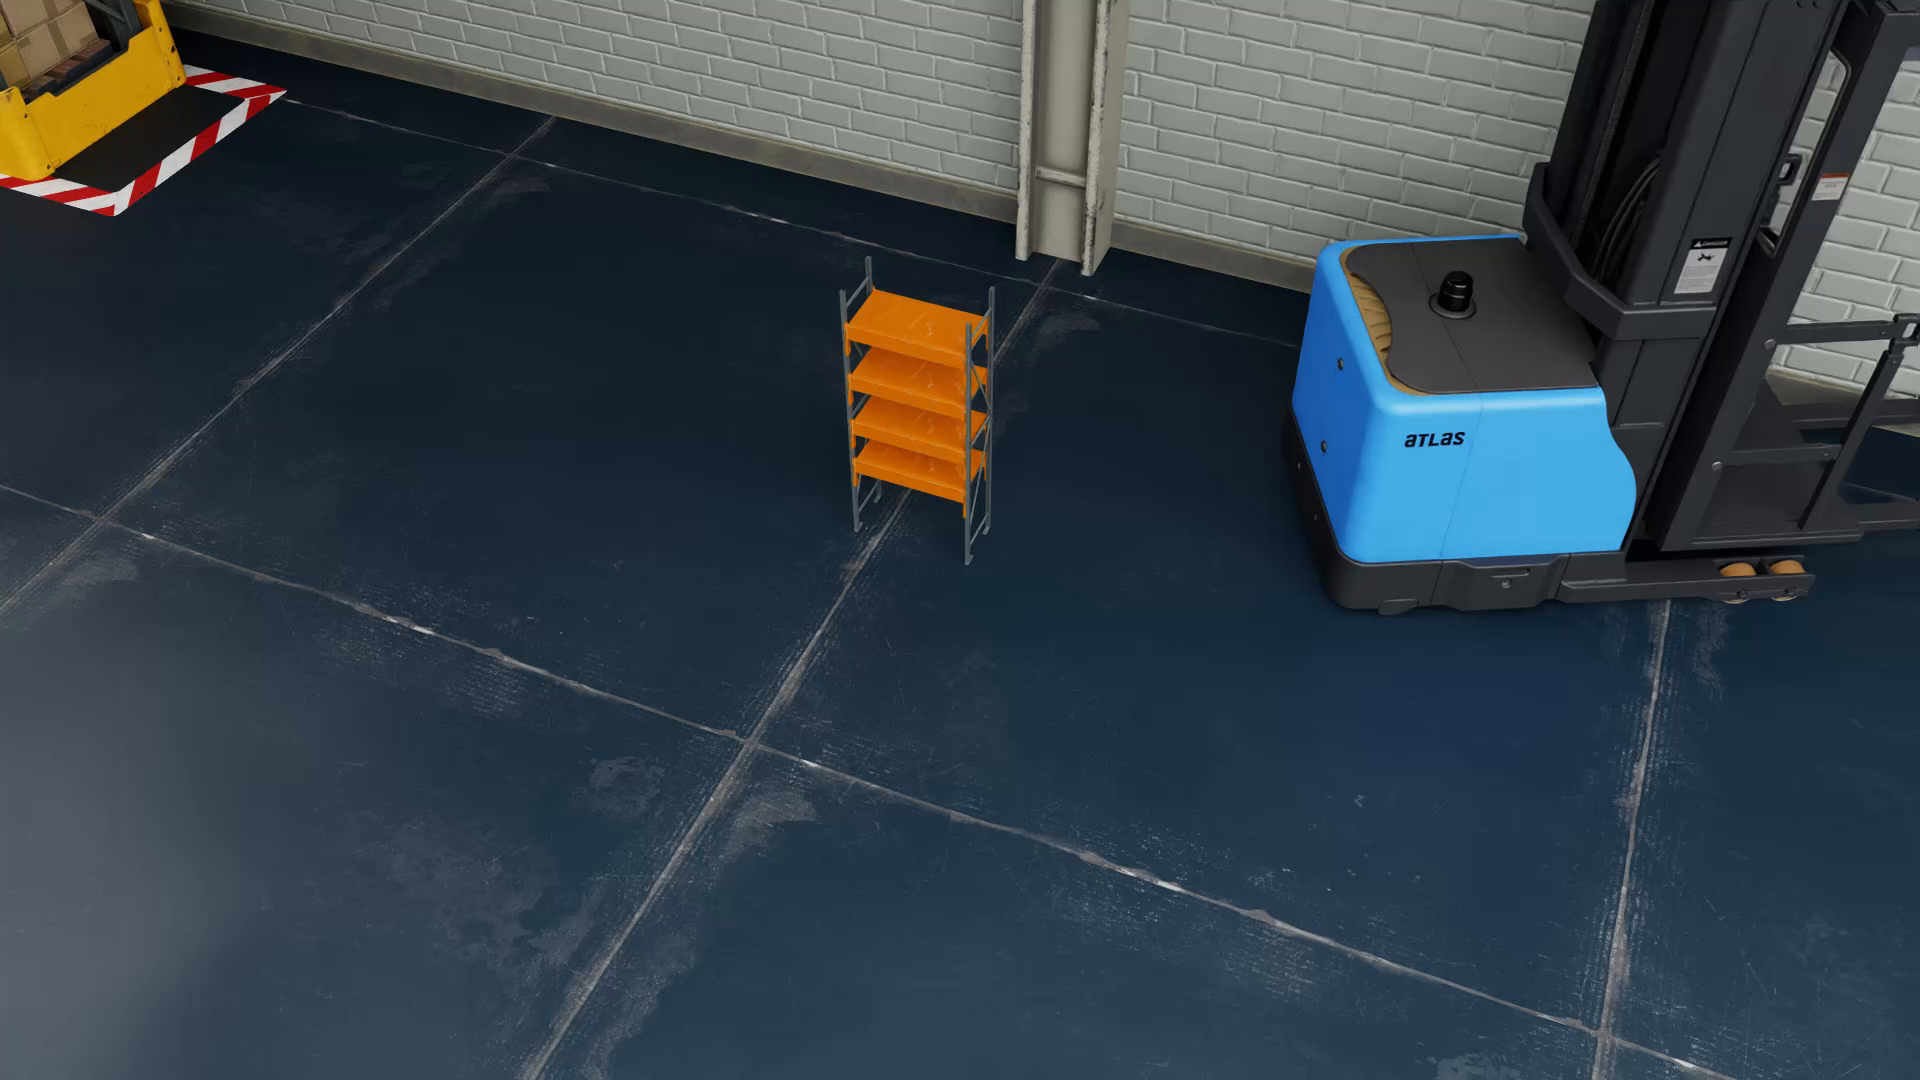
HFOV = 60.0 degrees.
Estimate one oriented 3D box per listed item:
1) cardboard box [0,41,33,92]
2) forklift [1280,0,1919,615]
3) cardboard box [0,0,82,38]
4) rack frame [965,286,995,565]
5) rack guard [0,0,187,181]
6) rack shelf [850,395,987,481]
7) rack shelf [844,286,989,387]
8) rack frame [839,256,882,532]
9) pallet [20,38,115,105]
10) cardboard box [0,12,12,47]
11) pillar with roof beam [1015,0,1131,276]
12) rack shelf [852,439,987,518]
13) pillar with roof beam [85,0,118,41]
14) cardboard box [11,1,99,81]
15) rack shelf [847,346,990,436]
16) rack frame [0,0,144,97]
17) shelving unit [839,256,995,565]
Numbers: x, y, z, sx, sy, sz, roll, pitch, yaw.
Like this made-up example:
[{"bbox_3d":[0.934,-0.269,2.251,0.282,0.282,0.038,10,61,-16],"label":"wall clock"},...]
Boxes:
[{"bbox_3d":[-5.287,-2.438,8.726,0.500,0.250,0.500,17,47,16],"label":"cardboard box"},{"bbox_3d":[2.900,-1.163,5.840,3.031,2.935,1.130,-3,45,-3],"label":"forklift"},{"bbox_3d":[-5.086,-2.957,8.892,0.500,0.250,0.500,17,47,17],"label":"cardboard box"},{"bbox_3d":[0.072,-0.404,6.305,0.015,1.200,0.240,16,47,16],"label":"rack frame"},{"bbox_3d":[-4.709,-2.450,8.858,0.348,0.500,1.175,16,47,16],"label":"rack guard"},{"bbox_3d":[-0.153,-0.423,6.419,0.480,0.148,0.258,16,47,16],"label":"rack shelf"},{"bbox_3d":[-0.153,-0.749,6.095,0.480,0.148,0.258,16,47,16],"label":"rack shelf"},{"bbox_3d":[-0.378,-0.537,6.439,0.015,1.200,0.240,16,47,16],"label":"rack frame"},{"bbox_3d":[-5.453,-2.534,9.147,1.213,0.211,1.003,16,47,16],"label":"pallet"},{"bbox_3d":[-5.301,-2.622,8.556,0.500,0.250,0.500,16,47,15],"label":"cardboard box"},{"bbox_3d":[-1.147,-1.813,2.192,0.400,9.000,9.100,16,47,16],"label":"pillar with roof beam"},{"bbox_3d":[-0.153,-0.282,6.559,0.480,0.148,0.258,16,47,16],"label":"rack shelf"},{"bbox_3d":[-6.685,-3.442,3.830,0.400,9.000,9.100,16,47,16],"label":"pillar with roof beam"},{"bbox_3d":[-5.110,-2.777,9.066,0.500,0.250,0.500,17,47,16],"label":"cardboard box"},{"bbox_3d":[-0.153,-0.581,6.262,0.480,0.148,0.258,16,47,16],"label":"rack shelf"},{"bbox_3d":[-4.732,-3.342,7.983,0.127,3.000,1.000,16,47,16],"label":"rack frame"},{"bbox_3d":[-0.153,-0.470,6.372,0.503,1.200,0.258,16,47,16],"label":"shelving unit"}]
